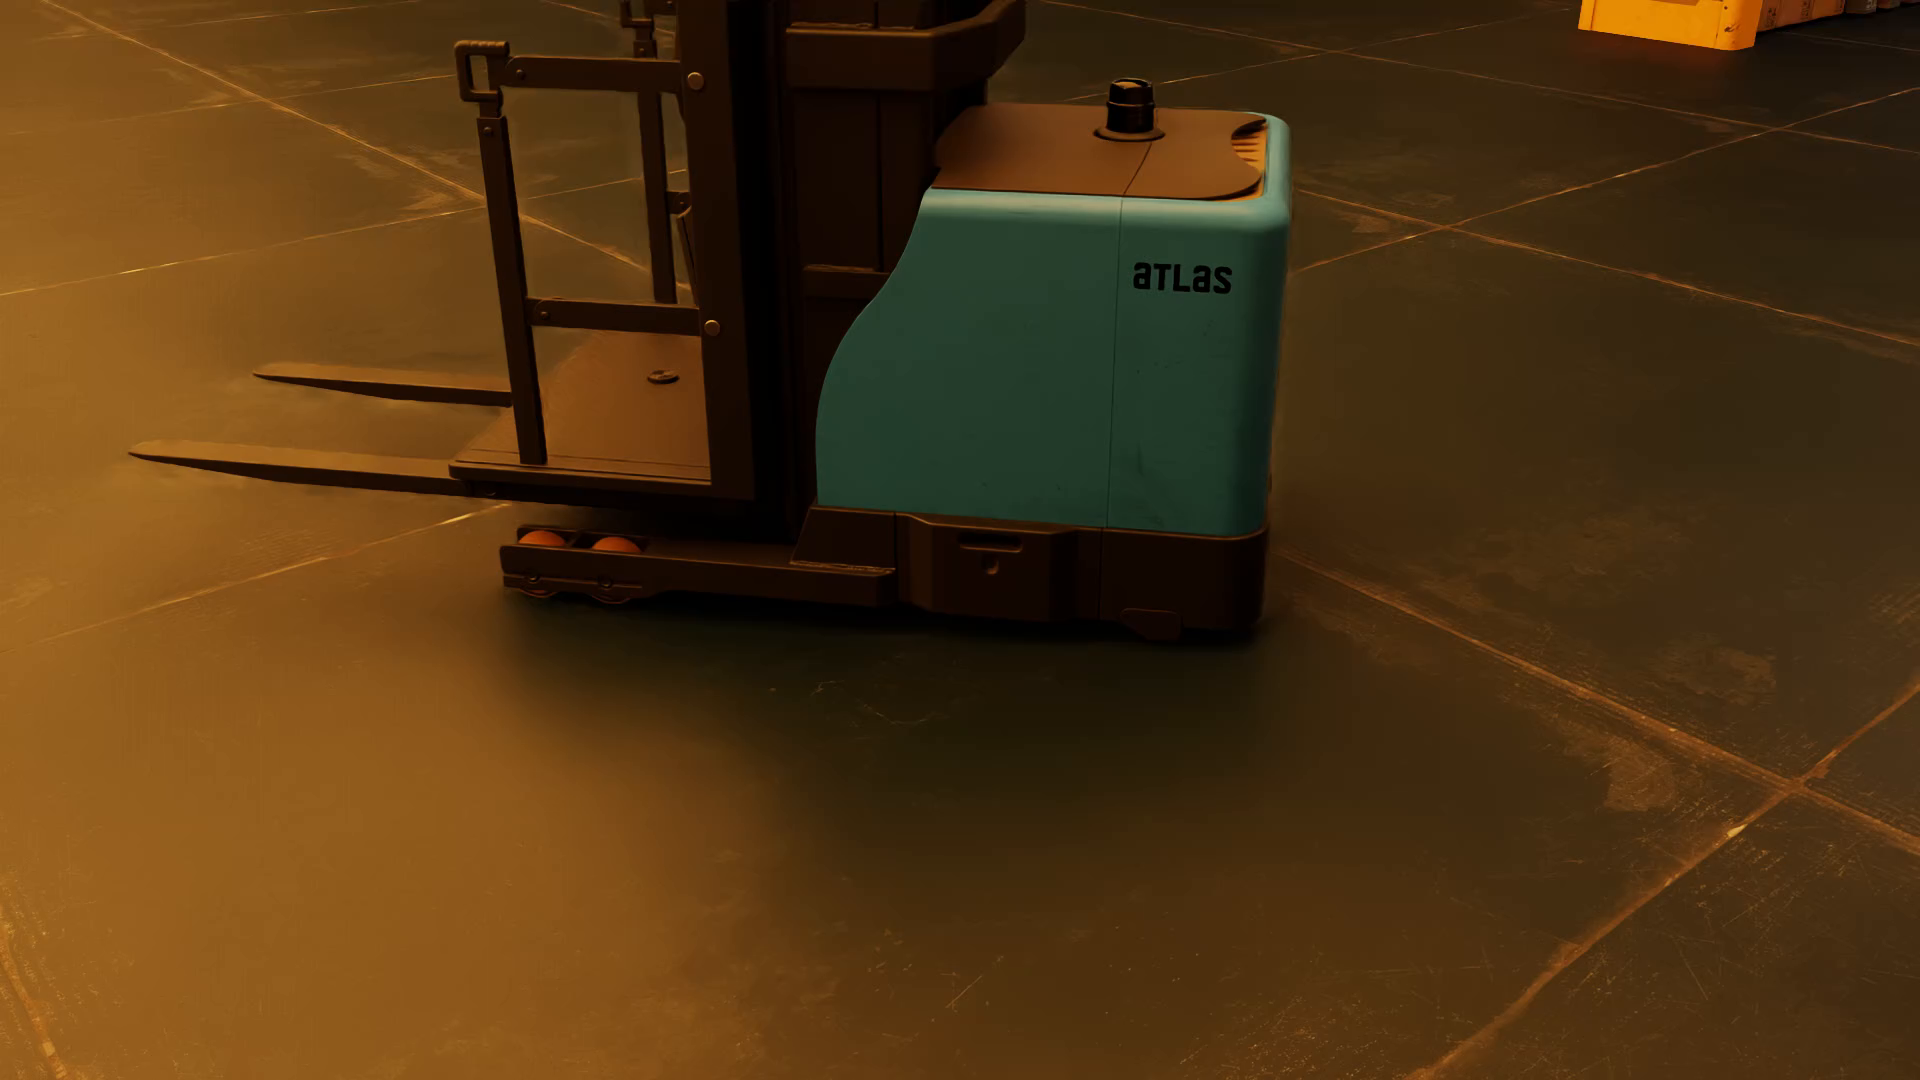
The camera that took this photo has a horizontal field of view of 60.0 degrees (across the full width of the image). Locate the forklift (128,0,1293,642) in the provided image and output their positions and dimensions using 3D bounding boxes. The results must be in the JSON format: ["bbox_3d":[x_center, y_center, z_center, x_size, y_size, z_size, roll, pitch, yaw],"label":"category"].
[{"bbox_3d":[-0.694,-1.376,3.977,3.031,2.935,1.130,5,27,9],"label":"forklift"}]
